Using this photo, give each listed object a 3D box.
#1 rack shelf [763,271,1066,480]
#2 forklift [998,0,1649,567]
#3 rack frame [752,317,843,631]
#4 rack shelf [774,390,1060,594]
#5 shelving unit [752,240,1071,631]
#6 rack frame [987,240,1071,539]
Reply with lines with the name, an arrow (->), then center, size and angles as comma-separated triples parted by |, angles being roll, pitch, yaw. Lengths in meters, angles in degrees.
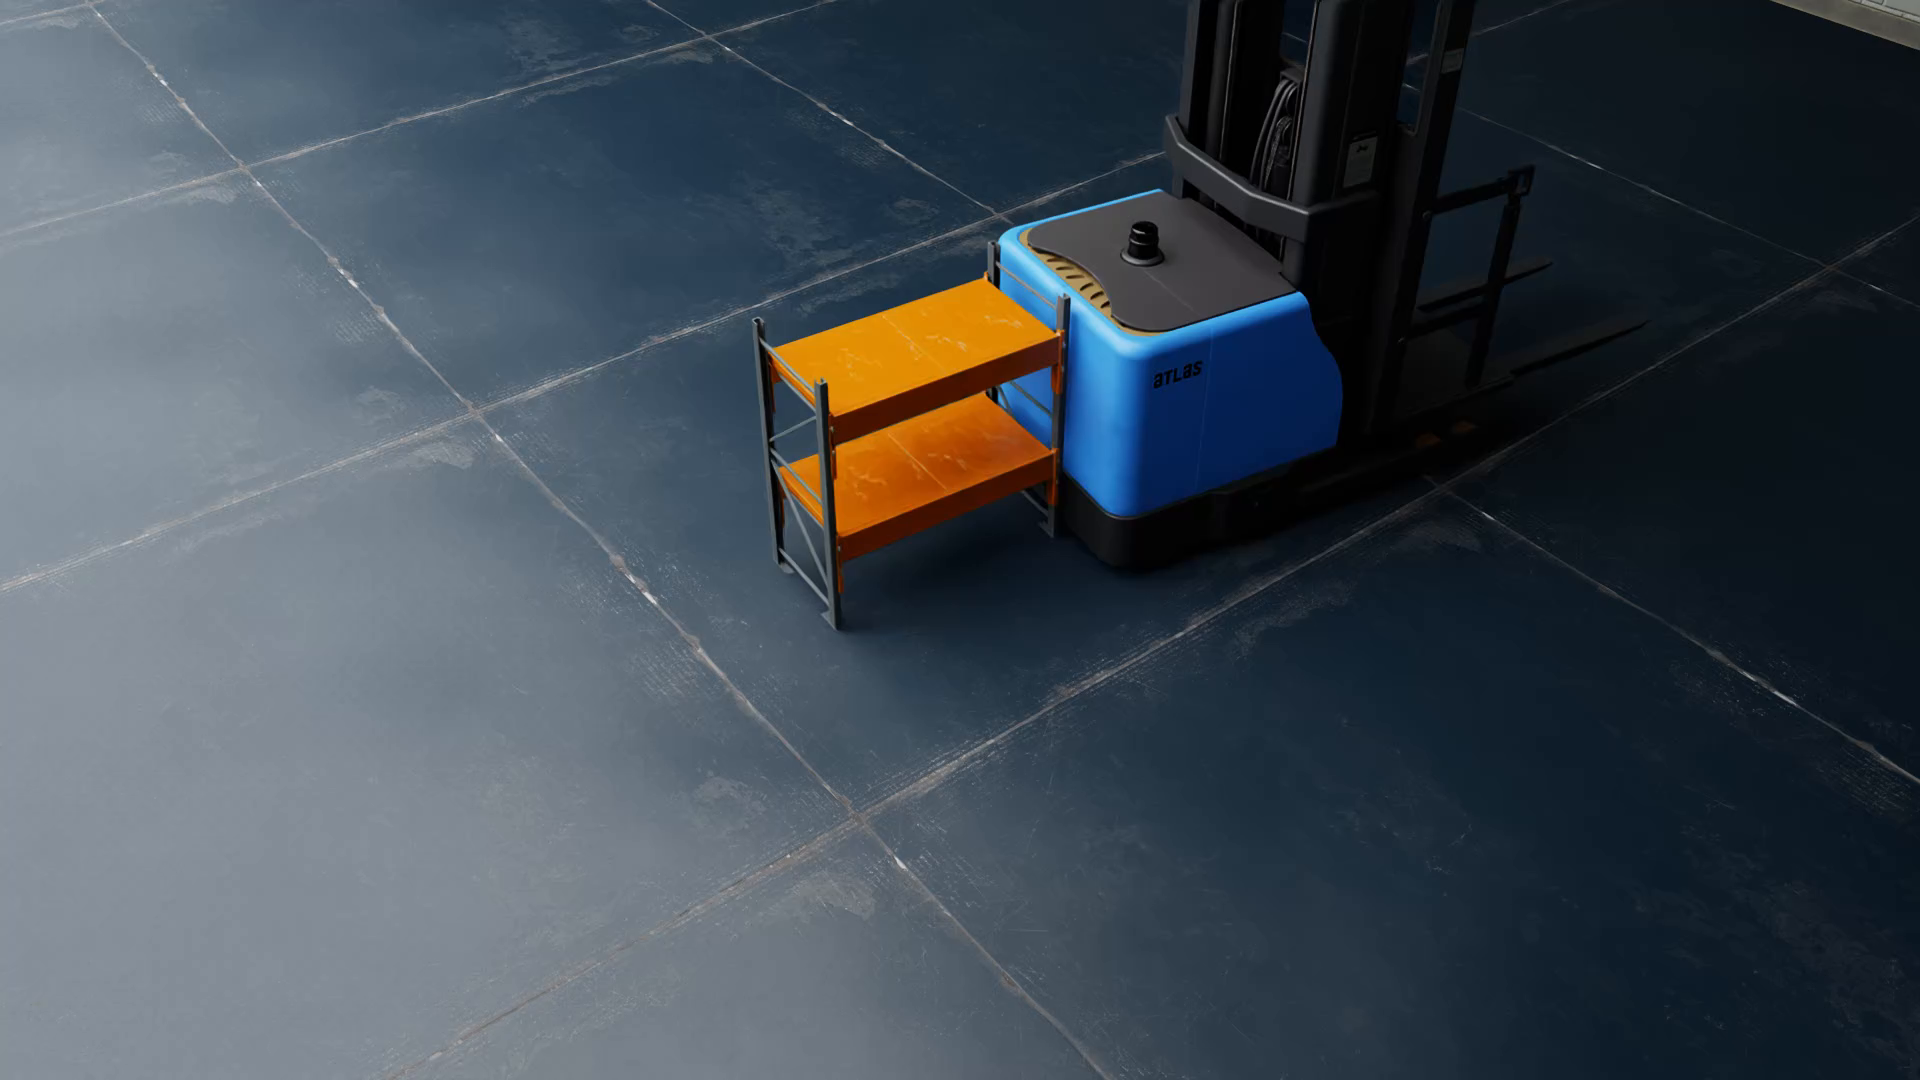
rack shelf -> -0.170, -0.628, 6.167 | 1.000, 0.278, 0.538 | -22, 44, -25
forklift -> 1.675, -1.698, 6.509 | 3.031, 2.935, 1.130 | -19, 43, -22
rack frame -> -0.596, -0.226, 6.139 | 0.032, 1.125, 0.500 | -22, 44, -25
rack shelf -> -0.170, -0.213, 6.508 | 1.000, 0.278, 0.538 | -22, 44, -25
shelving unit -> -0.170, -0.402, 6.353 | 1.048, 1.125, 0.538 | -22, 44, -25
rack frame -> 0.256, -0.578, 6.567 | 0.032, 1.125, 0.500 | -22, 44, -25
